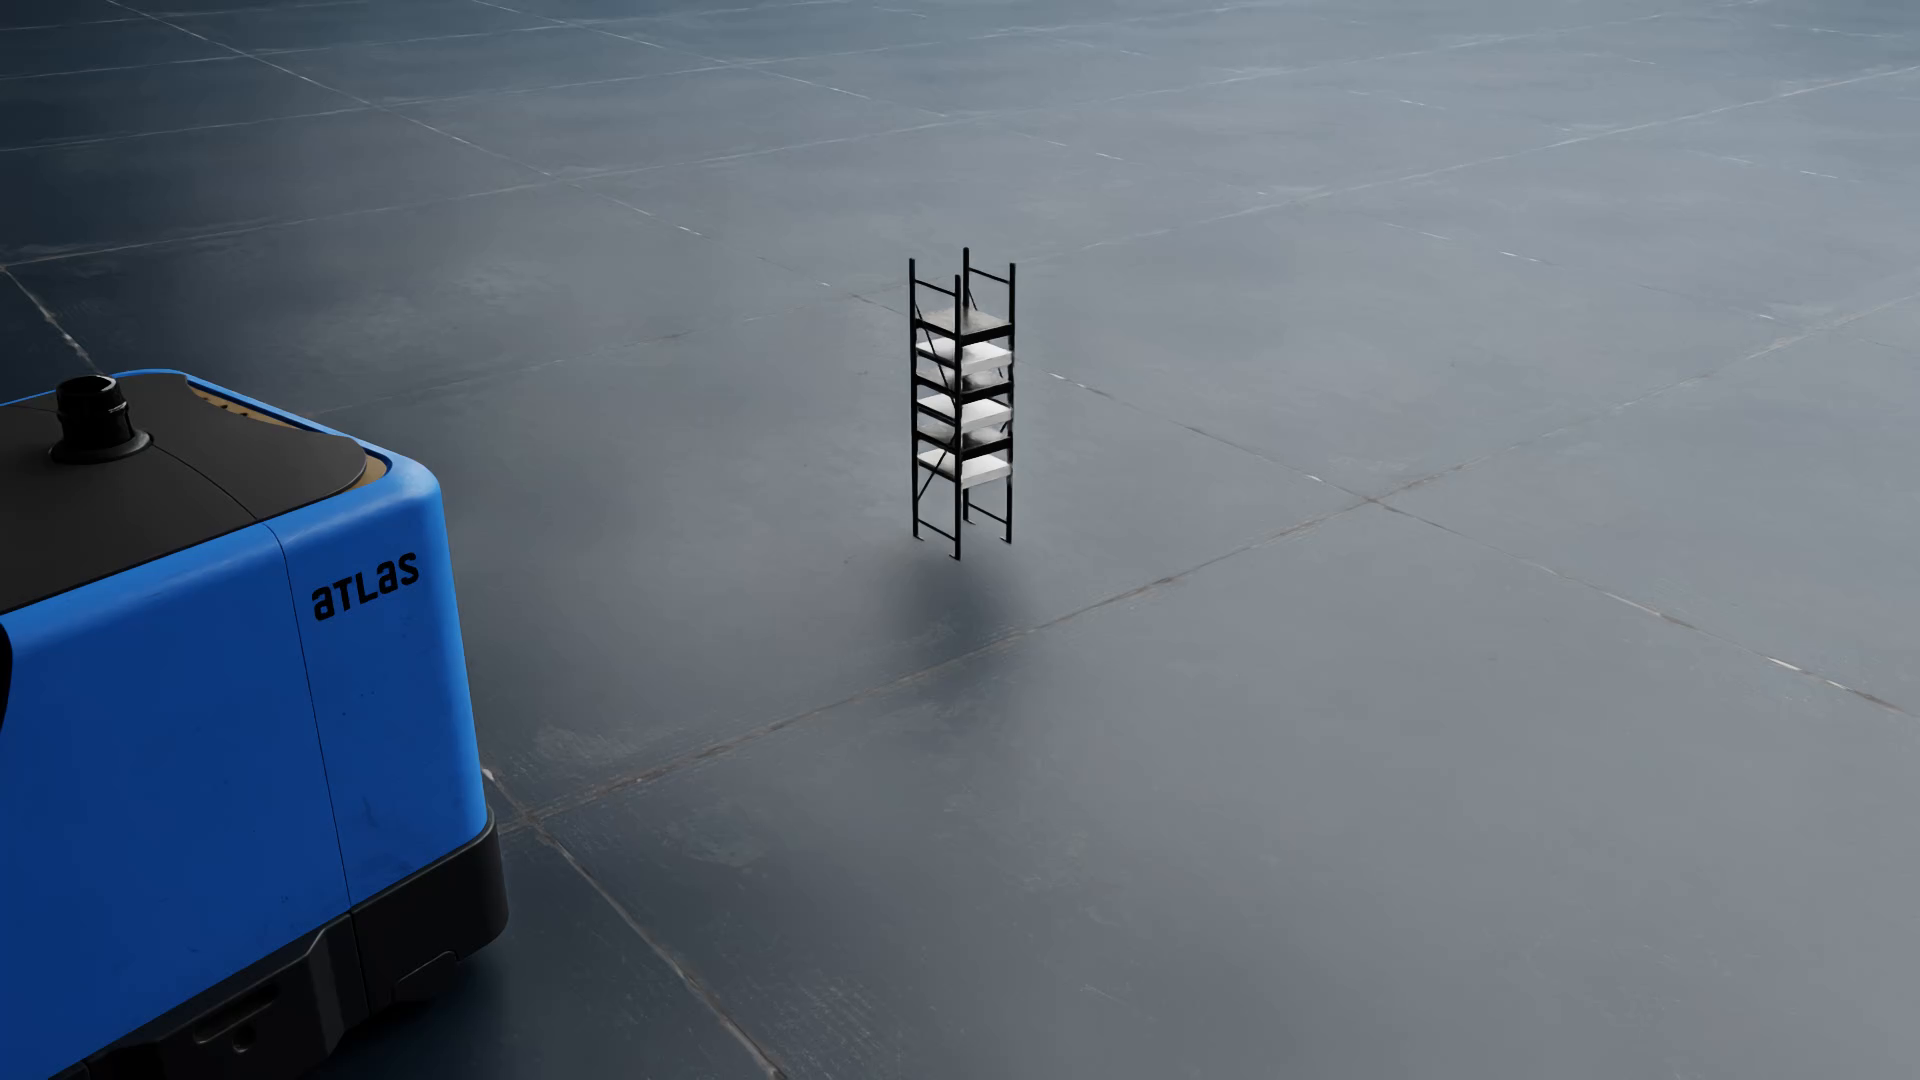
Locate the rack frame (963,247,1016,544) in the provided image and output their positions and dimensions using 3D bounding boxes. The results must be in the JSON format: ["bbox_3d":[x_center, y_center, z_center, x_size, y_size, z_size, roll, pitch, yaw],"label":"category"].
[{"bbox_3d":[0.086,-0.437,5.122,0.006,0.900,0.240,-18,31,-34],"label":"rack frame"}]

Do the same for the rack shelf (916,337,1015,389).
[{"bbox_3d":[0.006,-0.543,5.003,0.200,0.077,0.258,-18,31,-34],"label":"rack shelf"}]

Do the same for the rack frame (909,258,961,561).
[{"bbox_3d":[-0.074,-0.384,5.008,0.006,0.900,0.240,-18,31,-34],"label":"rack frame"}]

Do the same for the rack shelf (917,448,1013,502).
[{"bbox_3d":[0.006,-0.217,5.155,0.200,0.077,0.258,-18,31,-34],"label":"rack shelf"}]

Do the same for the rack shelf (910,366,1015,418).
[{"bbox_3d":[0.006,-0.462,5.041,0.200,0.077,0.258,-18,31,-34],"label":"rack shelf"}]

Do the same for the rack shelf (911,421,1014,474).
[{"bbox_3d":[0.006,-0.298,5.117,0.200,0.077,0.258,-18,31,-34],"label":"rack shelf"}]

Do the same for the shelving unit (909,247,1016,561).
[{"bbox_3d":[0.006,-0.410,5.065,0.210,0.900,0.258,-18,31,-34],"label":"shelving unit"}]

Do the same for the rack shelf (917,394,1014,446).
[{"bbox_3d":[0.006,-0.380,5.079,0.200,0.077,0.258,-18,31,-34],"label":"rack shelf"}]

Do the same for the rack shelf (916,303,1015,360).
[{"bbox_3d":[0.006,-0.625,4.965,0.200,0.077,0.258,-18,31,-34],"label":"rack shelf"}]

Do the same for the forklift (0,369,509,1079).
[{"bbox_3d":[-2.223,-0.121,2.029,1.130,2.935,3.031,18,30,34],"label":"forklift"}]
